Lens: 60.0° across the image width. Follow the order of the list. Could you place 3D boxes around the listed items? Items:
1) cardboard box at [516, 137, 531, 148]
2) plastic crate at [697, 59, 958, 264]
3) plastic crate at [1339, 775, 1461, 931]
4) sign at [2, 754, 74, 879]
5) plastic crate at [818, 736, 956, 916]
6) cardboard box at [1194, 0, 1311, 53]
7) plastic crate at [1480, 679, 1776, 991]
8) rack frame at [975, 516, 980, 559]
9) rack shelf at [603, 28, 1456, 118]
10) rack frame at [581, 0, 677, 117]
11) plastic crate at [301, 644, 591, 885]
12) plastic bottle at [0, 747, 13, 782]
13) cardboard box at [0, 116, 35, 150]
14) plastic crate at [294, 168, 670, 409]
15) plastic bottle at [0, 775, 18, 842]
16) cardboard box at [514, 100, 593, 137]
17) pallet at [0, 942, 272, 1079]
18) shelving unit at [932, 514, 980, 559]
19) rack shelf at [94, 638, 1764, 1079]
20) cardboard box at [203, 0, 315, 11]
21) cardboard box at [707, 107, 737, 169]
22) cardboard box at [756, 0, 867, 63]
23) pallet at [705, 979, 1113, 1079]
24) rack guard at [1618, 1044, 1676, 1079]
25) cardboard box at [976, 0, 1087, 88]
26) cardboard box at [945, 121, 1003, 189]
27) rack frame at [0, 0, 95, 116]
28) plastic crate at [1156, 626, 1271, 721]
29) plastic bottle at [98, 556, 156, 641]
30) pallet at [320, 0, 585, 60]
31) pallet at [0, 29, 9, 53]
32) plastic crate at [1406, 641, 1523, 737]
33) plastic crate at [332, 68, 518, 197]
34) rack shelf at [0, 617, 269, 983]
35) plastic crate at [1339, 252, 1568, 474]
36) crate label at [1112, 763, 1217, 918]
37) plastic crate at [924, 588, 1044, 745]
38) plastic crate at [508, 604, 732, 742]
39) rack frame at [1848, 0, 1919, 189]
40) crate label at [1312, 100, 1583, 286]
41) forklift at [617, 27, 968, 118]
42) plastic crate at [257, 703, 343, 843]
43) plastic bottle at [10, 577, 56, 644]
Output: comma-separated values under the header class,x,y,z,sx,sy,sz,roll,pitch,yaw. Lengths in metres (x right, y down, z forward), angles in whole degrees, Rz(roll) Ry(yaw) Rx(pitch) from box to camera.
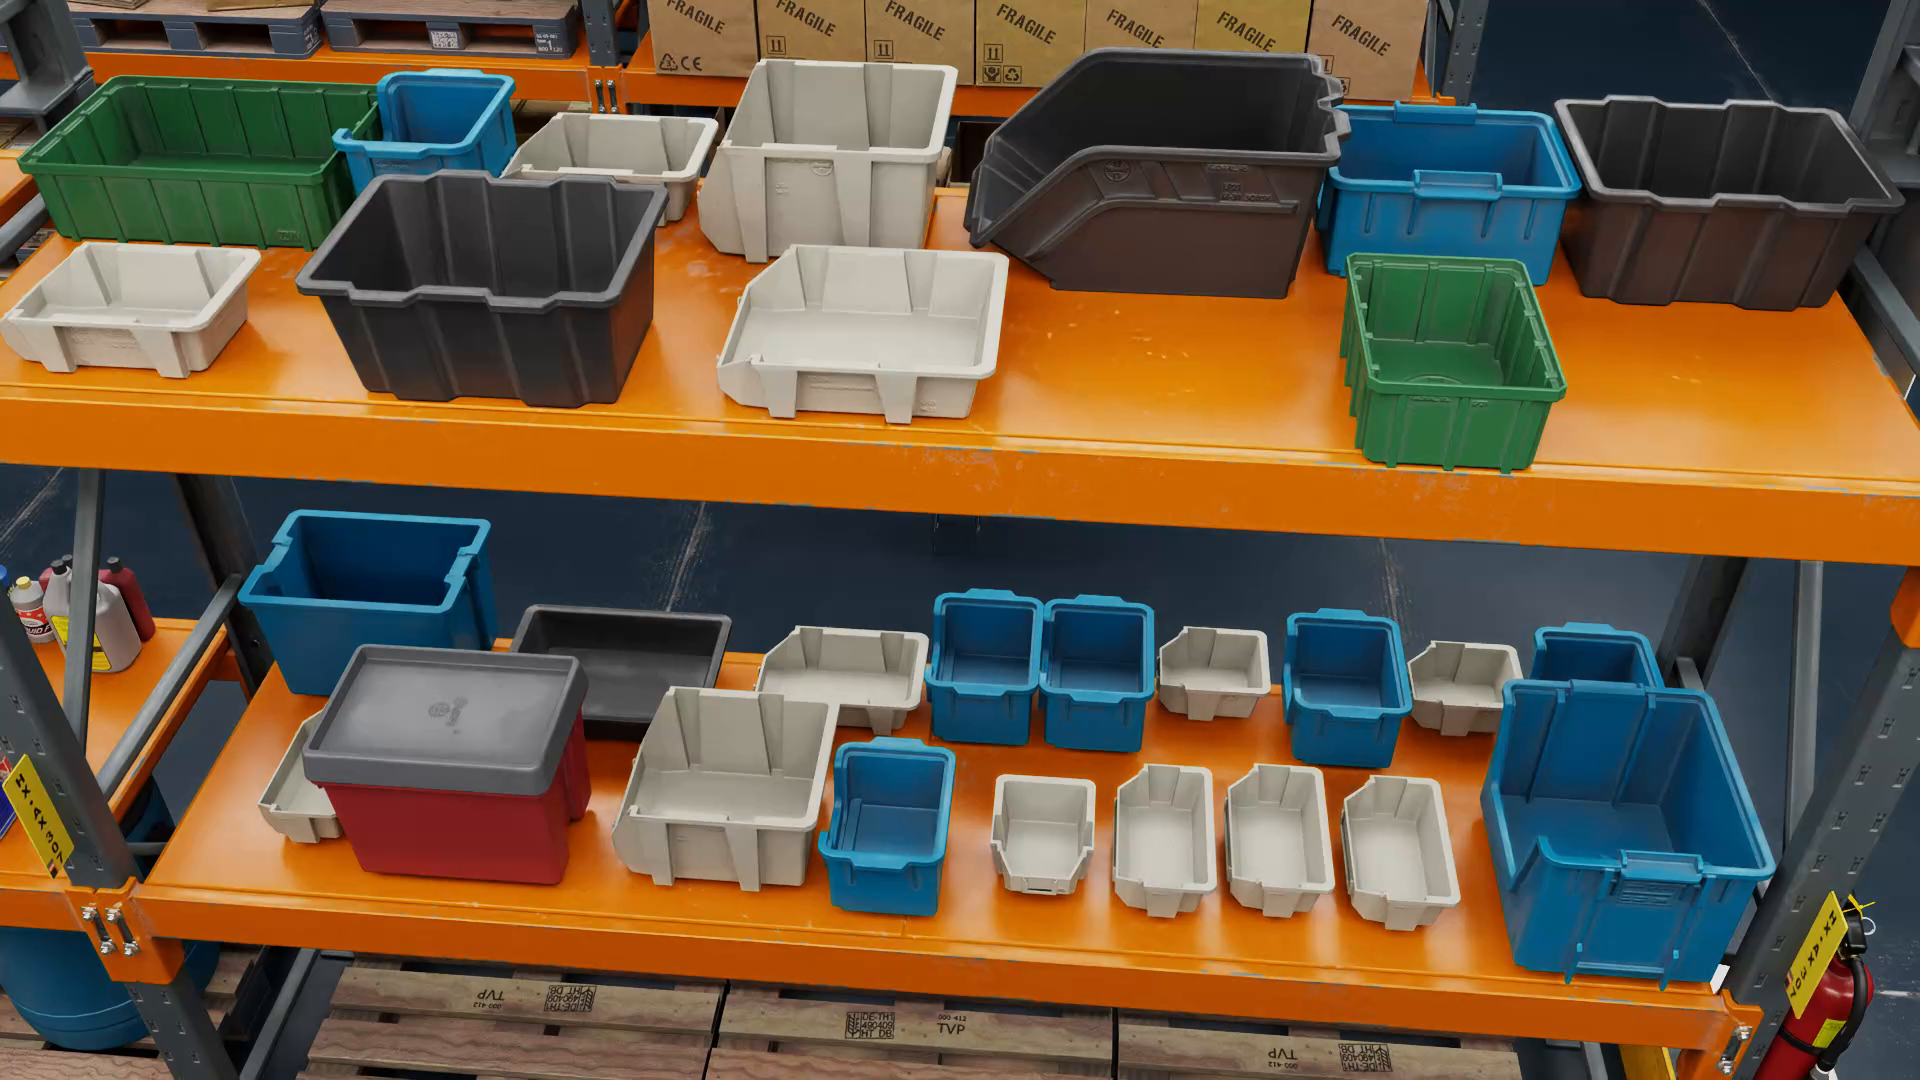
class,x,y,z,sx,sy,sz,roll,pitch,yaw
cardboard box,-2.174,-1.756,8.663,0.500,0.500,0.500,3,39,4
plastic crate,-0.285,-0.808,3.584,0.530,0.282,0.437,3,39,4
plastic crate,1.068,0.773,4.086,0.243,0.136,0.396,3,39,4
sign,-2.138,0.645,3.862,0.005,0.325,0.100,3,39,4
plastic crate,-0.172,0.716,4.080,0.300,0.233,0.416,3,39,4
cardboard box,1.341,-2.409,7.754,0.500,0.500,0.500,3,39,4
plastic crate,1.547,0.687,3.955,0.499,0.435,0.616,3,39,4
rack frame,0.077,-0.461,6.866,0.006,1.200,0.240,3,39,4
rack shelf,0.335,-2.321,8.295,4.000,0.370,1.077,3,39,4
rack frame,-1.658,-2.708,8.201,0.127,3.000,1.000,3,39,4
plastic crate,-1.221,0.565,4.082,0.583,0.464,0.402,3,39,4
plastic bottle,-2.517,0.586,4.311,0.097,0.201,0.097,0,39,0
cardboard box,-5.214,-1.923,8.868,0.500,0.500,0.500,5,39,6
plastic crate,-0.875,-0.466,3.174,0.590,0.269,0.497,3,39,4
plastic bottle,-2.509,0.637,4.190,0.135,0.276,0.152,3,39,4
cardboard box,-2.118,-2.089,9.072,0.500,0.500,0.500,1,39,2
pallet,-2.854,1.420,5.338,1.213,0.211,1.003,3,39,4
shelving unit,-0.014,-0.466,6.872,0.189,1.200,0.258,3,39,4
rack shelf,-0.096,0.795,4.468,4.000,0.370,1.077,3,39,4
cardboard box,-3.423,-2.967,8.108,0.500,0.500,0.700,-6,40,-8
cardboard box,-1.065,-2.057,9.033,0.500,0.500,0.500,3,39,4
cardboard box,-0.663,-2.522,7.893,0.500,0.500,0.500,4,39,5
pallet,-0.134,1.569,5.156,1.213,0.211,1.003,3,39,4
rack guard,1.922,1.587,4.904,0.348,0.500,1.175,3,39,4
cardboard box,0.342,-2.467,7.825,0.500,0.500,0.500,3,39,3
cardboard box,0.215,-1.812,8.729,0.637,0.503,0.797,3,39,4
rack frame,-2.089,-1.920,2.480,0.127,3.000,1.000,3,39,4
plastic crate,0.691,0.377,4.573,0.298,0.136,0.250,3,39,4
plastic bottle,-2.417,0.164,4.765,0.133,0.283,0.061,3,39,4
pallet,-2.444,-2.746,8.400,1.213,0.211,1.003,3,39,4
pallet,-4.961,-2.859,8.538,1.003,0.211,1.213,3,39,4
plastic crate,1.366,0.413,4.527,0.298,0.136,0.250,3,39,4
plastic crate,-1.154,-0.843,3.666,0.300,0.233,0.416,3,39,4
rack shelf,-4.081,0.577,4.735,4.000,0.370,1.077,3,39,4
plastic crate,0.889,-0.331,3.072,0.336,0.188,0.450,3,39,4
crate label,0.501,0.748,4.116,0.243,0.136,0.396,3,39,4
plastic crate,0.068,0.358,4.520,0.300,0.233,0.416,3,39,4
plastic crate,-0.950,0.382,4.575,0.590,0.125,0.437,3,39,4
rack frame,1.896,-1.702,2.213,0.127,3.000,1.000,3,39,4
crate label,1.005,-0.735,3.518,0.502,0.251,0.408,3,39,4
forklift,-1.220,-4.181,10.064,3.031,2.935,1.130,4,39,4
plastic crate,-1.637,0.601,4.297,0.243,0.136,0.396,3,39,4
plastic bottle,-2.667,0.193,4.794,0.097,0.201,0.097,0,39,0
